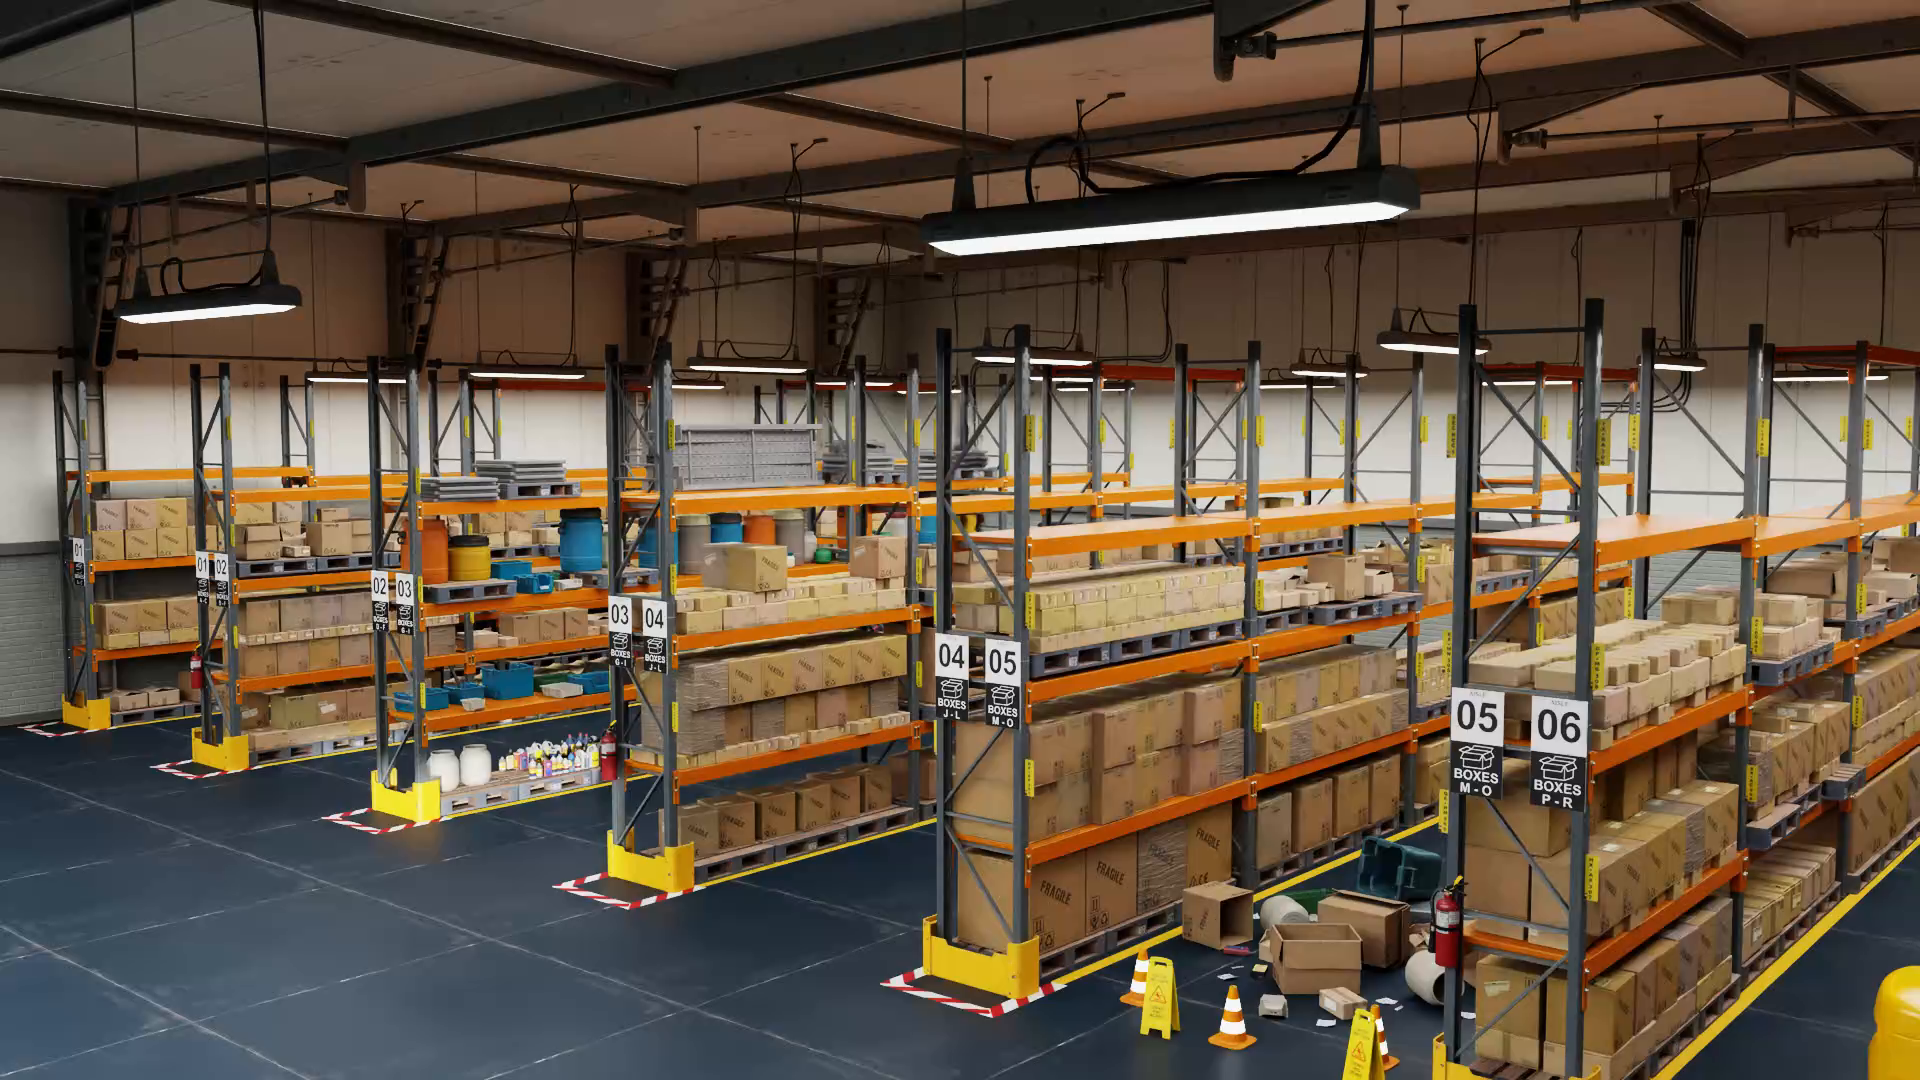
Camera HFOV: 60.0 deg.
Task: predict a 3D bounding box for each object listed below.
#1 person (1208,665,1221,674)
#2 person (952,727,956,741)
[{"bbox_3d":[3.734,2.622,24.361,0.551,1.558,0.825,3,5,32],"label":"person"},{"bbox_3d":[0.067,2.387,27.060,0.615,1.686,0.936,3,5,35],"label":"person"}]
